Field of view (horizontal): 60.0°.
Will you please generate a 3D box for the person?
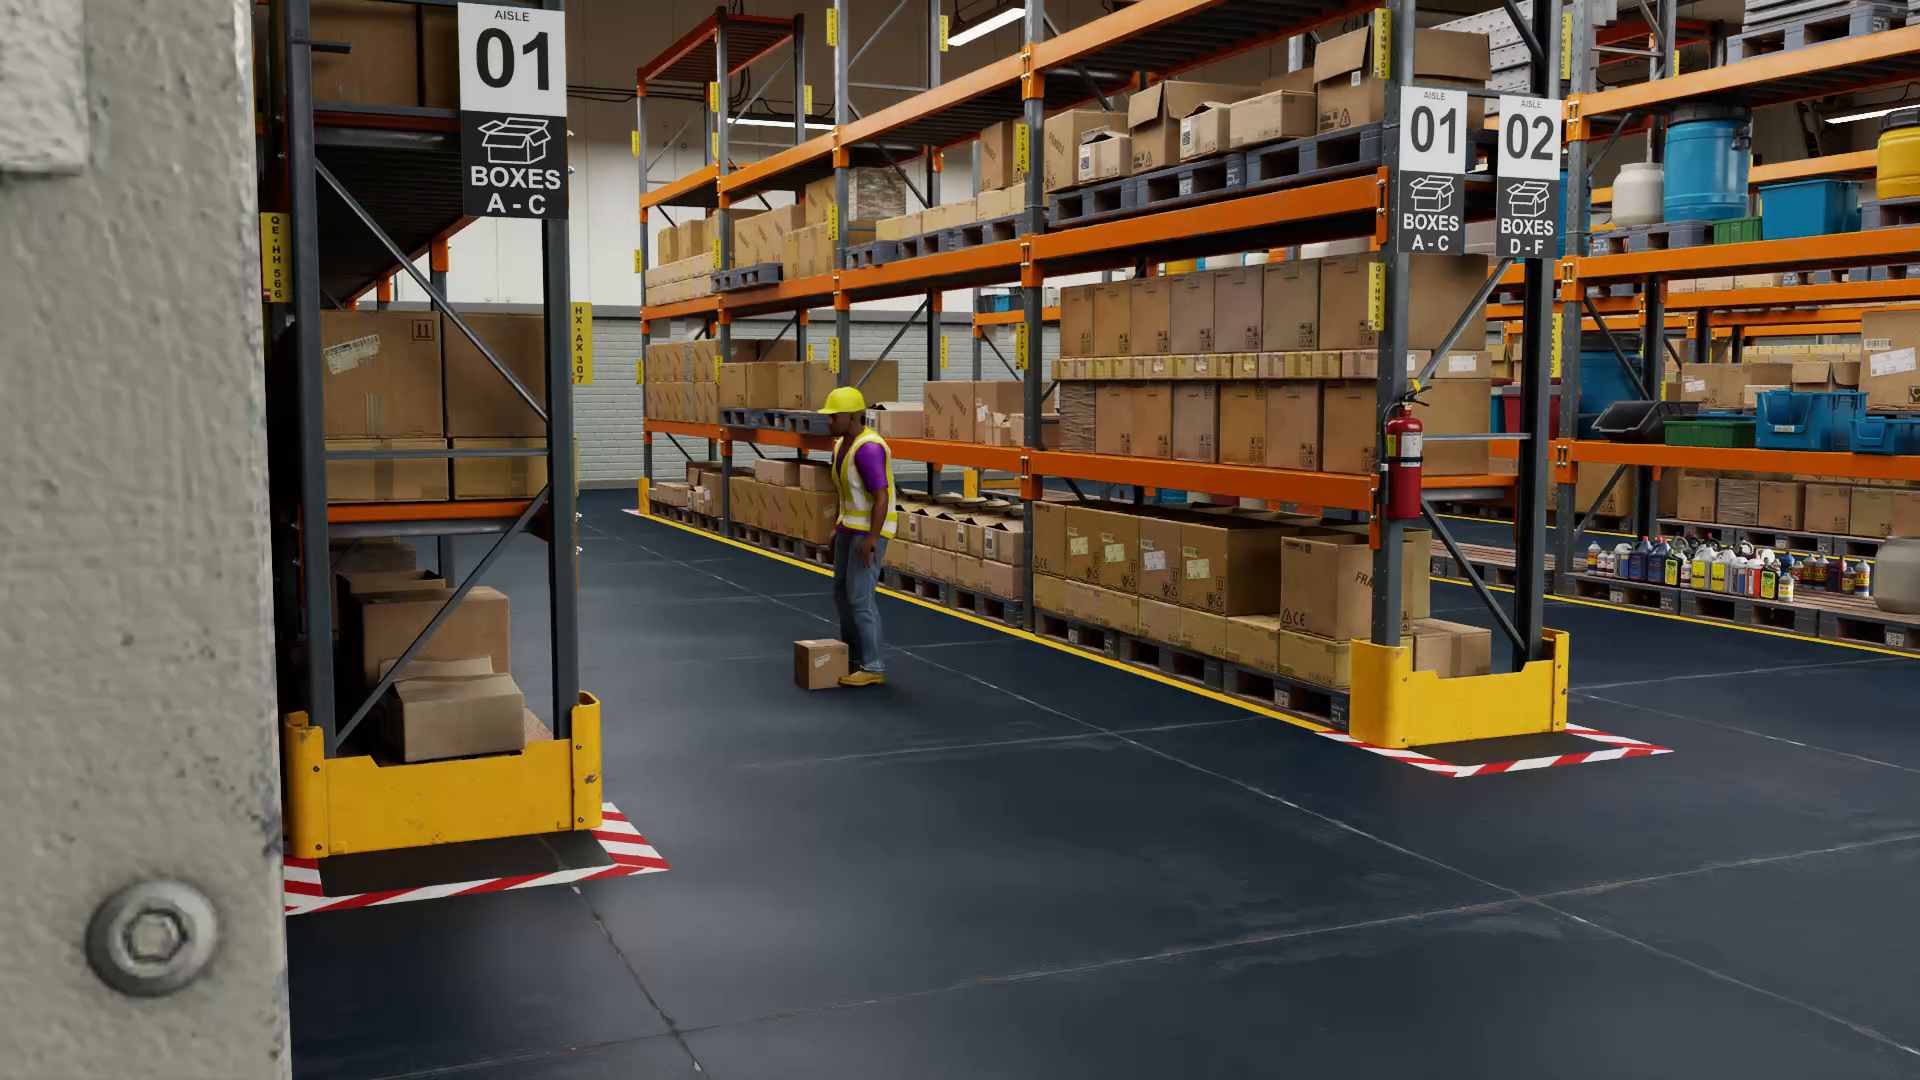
[{"bbox_3d":[-0.625,-0.027,9.875,0.463,1.760,0.632,-2,6,-24],"label":"person"}]
